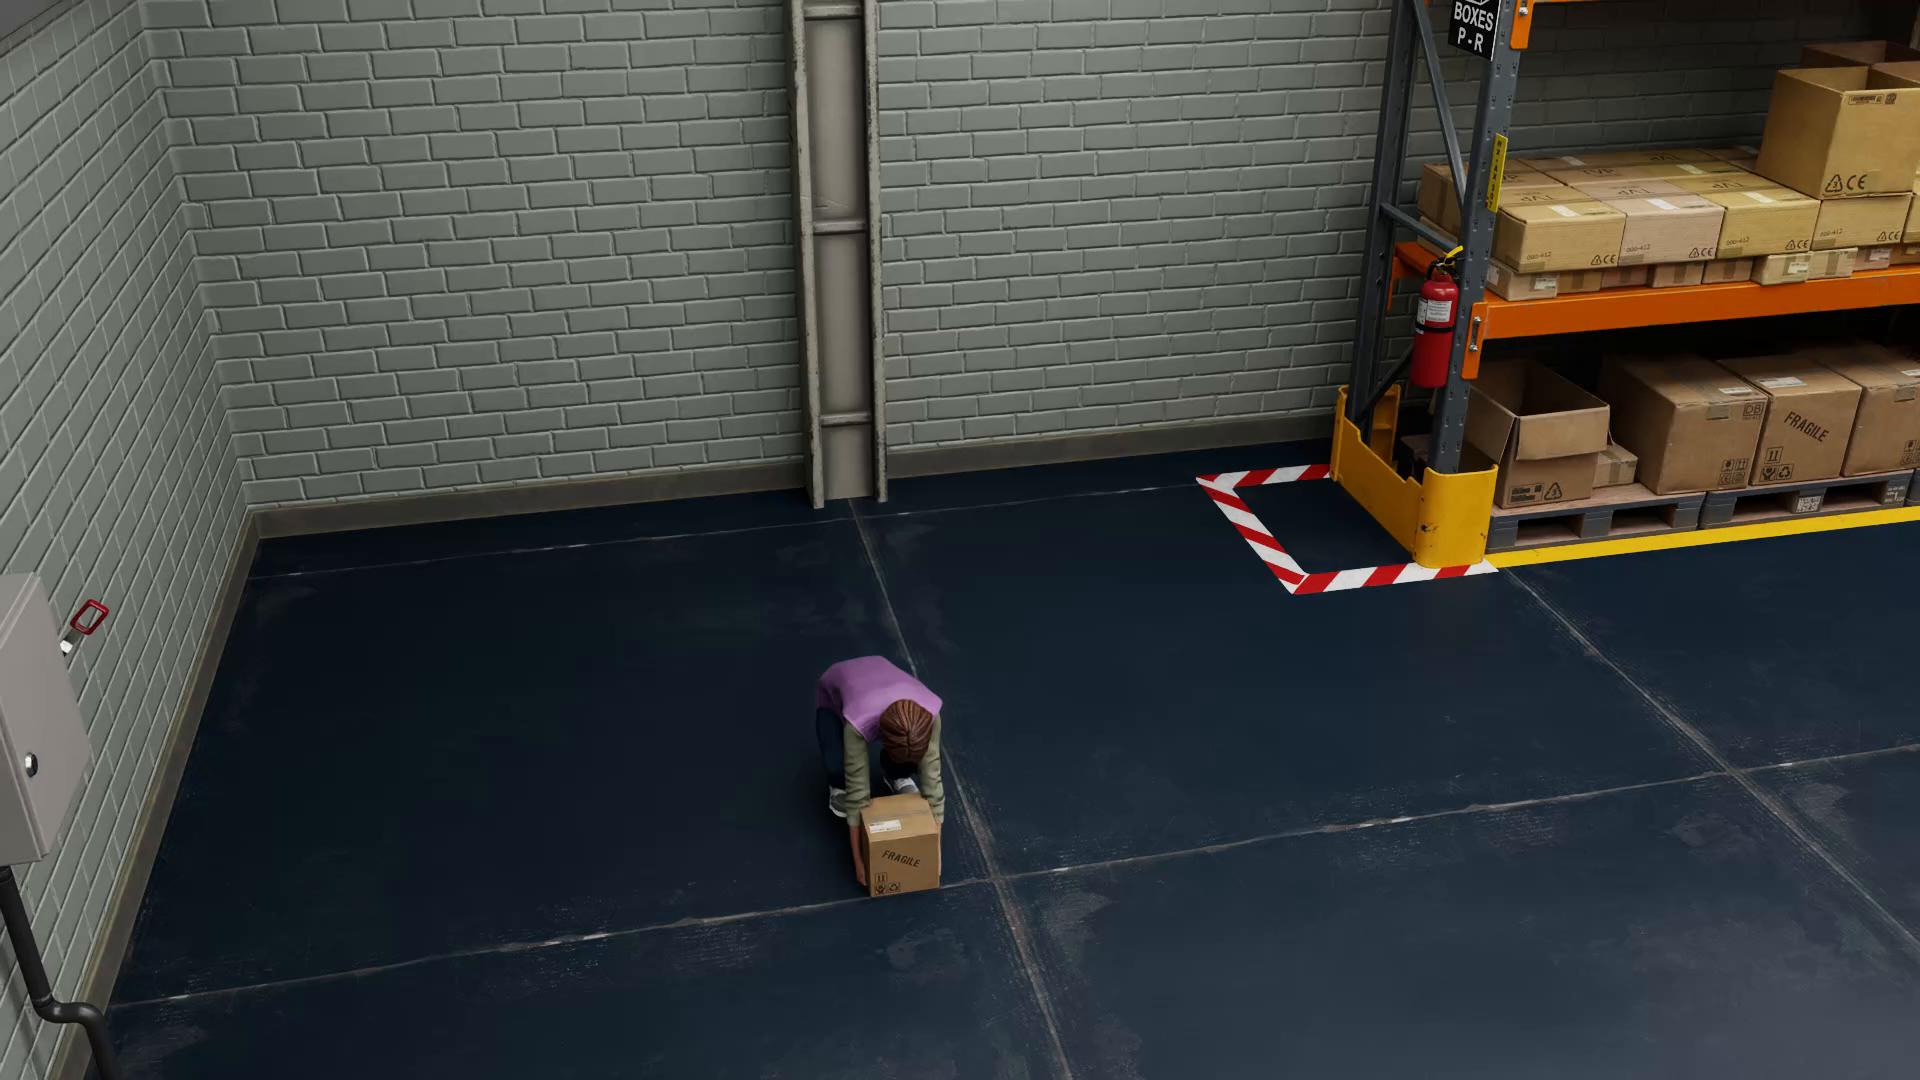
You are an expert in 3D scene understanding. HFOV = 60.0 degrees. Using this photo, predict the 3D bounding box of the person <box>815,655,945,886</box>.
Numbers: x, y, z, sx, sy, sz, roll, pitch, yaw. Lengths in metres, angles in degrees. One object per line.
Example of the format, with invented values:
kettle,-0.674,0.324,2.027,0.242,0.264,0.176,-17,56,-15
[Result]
person,-0.300,0.780,6.167,0.432,0.767,0.835,-6,28,-12
